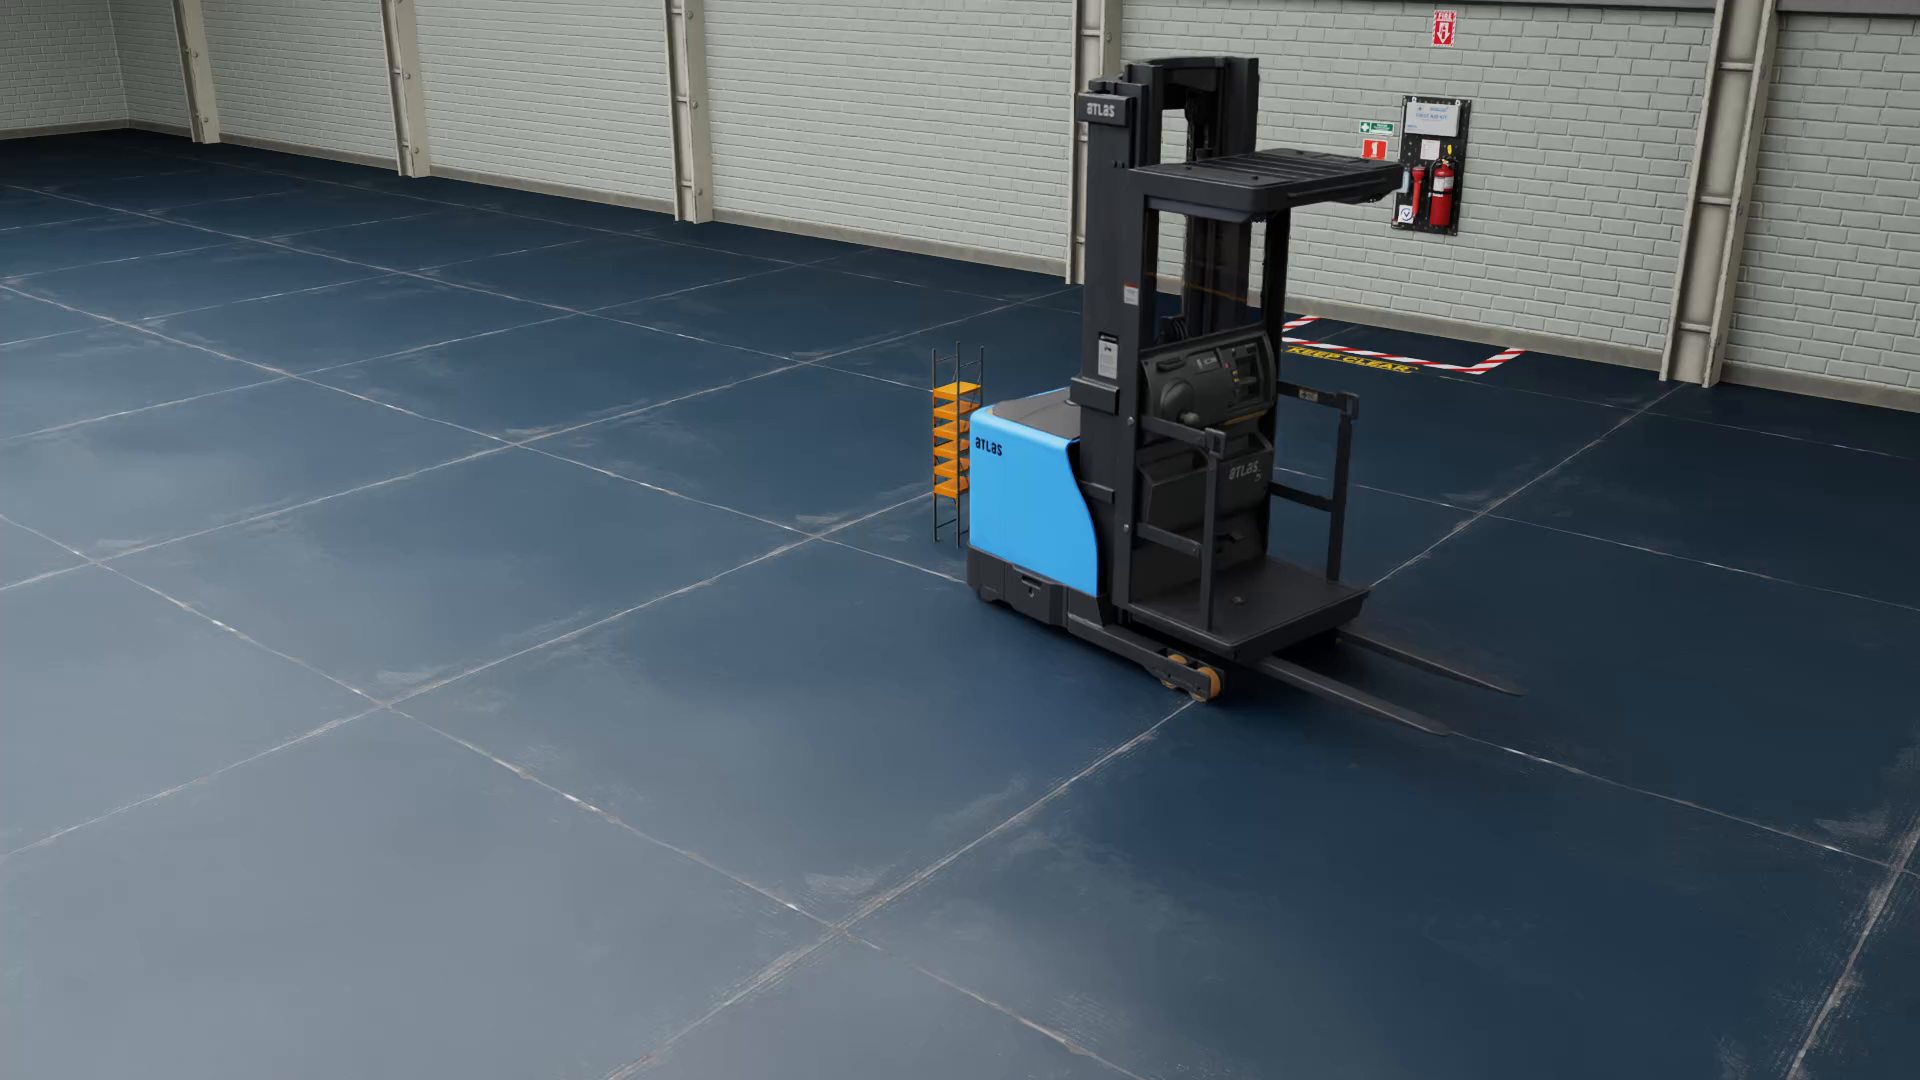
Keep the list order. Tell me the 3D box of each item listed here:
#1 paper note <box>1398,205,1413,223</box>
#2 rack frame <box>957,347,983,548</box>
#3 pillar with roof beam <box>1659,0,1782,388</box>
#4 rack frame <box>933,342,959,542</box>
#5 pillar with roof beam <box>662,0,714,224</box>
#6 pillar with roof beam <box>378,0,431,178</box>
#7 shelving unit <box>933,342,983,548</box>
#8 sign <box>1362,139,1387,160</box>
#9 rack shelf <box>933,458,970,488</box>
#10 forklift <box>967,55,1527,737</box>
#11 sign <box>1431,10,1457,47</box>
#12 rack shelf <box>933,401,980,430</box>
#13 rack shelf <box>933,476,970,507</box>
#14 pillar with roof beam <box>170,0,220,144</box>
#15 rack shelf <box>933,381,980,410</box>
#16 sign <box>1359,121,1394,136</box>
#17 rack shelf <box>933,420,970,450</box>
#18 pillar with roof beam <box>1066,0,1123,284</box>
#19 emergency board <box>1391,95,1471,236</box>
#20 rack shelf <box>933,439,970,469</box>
[{"bbox_3d":[4.005,-2.925,14.921,0.142,0.148,0.016,16,26,36],"label":"paper note"},{"bbox_3d":[0.060,-0.544,9.911,0.006,1.200,0.240,16,26,36],"label":"rack frame"},{"bbox_3d":[3.267,-4.347,8.942,0.400,9.000,9.100,16,26,36],"label":"pillar with roof beam"},{"bbox_3d":[-0.082,-0.585,10.019,0.006,1.200,0.240,16,26,36],"label":"rack frame"},{"bbox_3d":[-6.030,-7.024,16.041,0.400,9.000,9.100,16,26,36],"label":"pillar with roof beam"},{"bbox_3d":[-10.678,-8.363,19.591,0.400,9.000,9.100,16,26,36],"label":"pillar with roof beam"},{"bbox_3d":[-0.011,-0.565,9.965,0.189,1.200,0.258,16,26,36],"label":"shelving unit"},{"bbox_3d":[3.735,-3.447,15.006,0.234,0.329,0.001,16,26,36],"label":"sign"},{"bbox_3d":[-0.011,-0.411,10.023,0.180,0.103,0.258,16,26,36],"label":"rack shelf"},{"bbox_3d":[1.380,-0.787,8.101,1.130,2.935,3.031,-17,26,-38],"label":"forklift"},{"bbox_3d":[4.155,-4.392,14.279,0.199,0.298,0.001,16,26,36],"label":"sign"},{"bbox_3d":[-0.011,-0.748,9.896,0.180,0.103,0.258,16,26,36],"label":"rack shelf"},{"bbox_3d":[-0.011,-0.298,10.065,0.180,0.103,0.258,16,26,36],"label":"rack shelf"},{"bbox_3d":[-15.327,-9.701,23.141,0.400,9.000,9.100,16,26,36],"label":"pillar with roof beam"},{"bbox_3d":[-0.011,-0.860,9.854,0.180,0.103,0.258,16,26,36],"label":"rack shelf"},{"bbox_3d":[3.733,-3.691,14.904,0.331,0.109,0.001,16,26,36],"label":"sign"},{"bbox_3d":[-0.011,-0.635,9.938,0.180,0.103,0.258,16,26,36],"label":"rack shelf"},{"bbox_3d":[-1.382,-5.685,12.492,0.400,9.000,9.100,16,26,36],"label":"pillar with roof beam"},{"bbox_3d":[4.098,-3.278,14.611,0.643,1.169,0.194,16,26,36],"label":"emergency board"},{"bbox_3d":[-0.011,-0.523,9.981,0.180,0.103,0.258,16,26,36],"label":"rack shelf"}]
